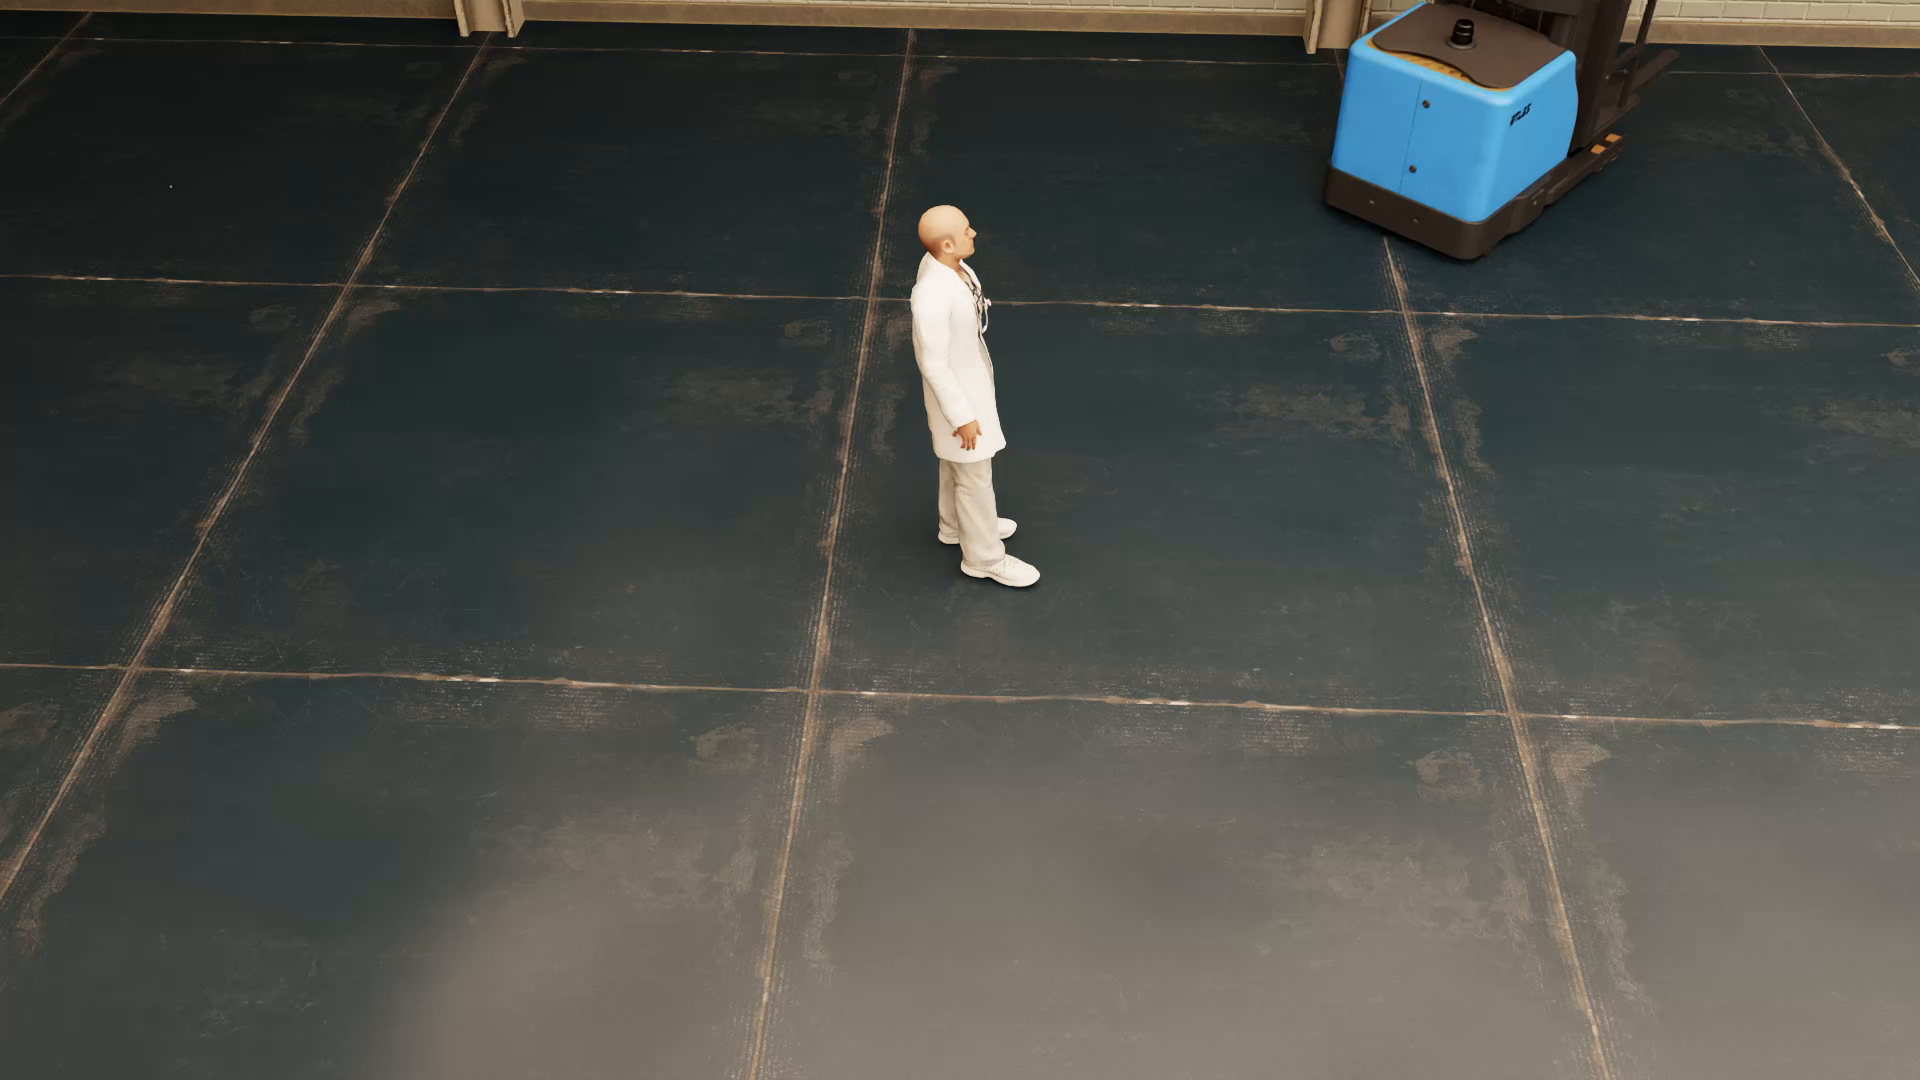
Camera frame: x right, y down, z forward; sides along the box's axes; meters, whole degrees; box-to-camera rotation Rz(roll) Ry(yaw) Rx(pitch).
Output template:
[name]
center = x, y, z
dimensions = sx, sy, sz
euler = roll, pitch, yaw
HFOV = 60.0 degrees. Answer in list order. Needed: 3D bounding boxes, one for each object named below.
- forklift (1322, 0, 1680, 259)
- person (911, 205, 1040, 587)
[forklift]
center = 3.568, -3.604, 9.690
dimensions = 1.130, 2.935, 3.031
euler = 32, 51, 30
[person]
center = 0.091, -0.656, 7.306
dimensions = 0.578, 1.777, 0.696
euler = 2, 42, 2
